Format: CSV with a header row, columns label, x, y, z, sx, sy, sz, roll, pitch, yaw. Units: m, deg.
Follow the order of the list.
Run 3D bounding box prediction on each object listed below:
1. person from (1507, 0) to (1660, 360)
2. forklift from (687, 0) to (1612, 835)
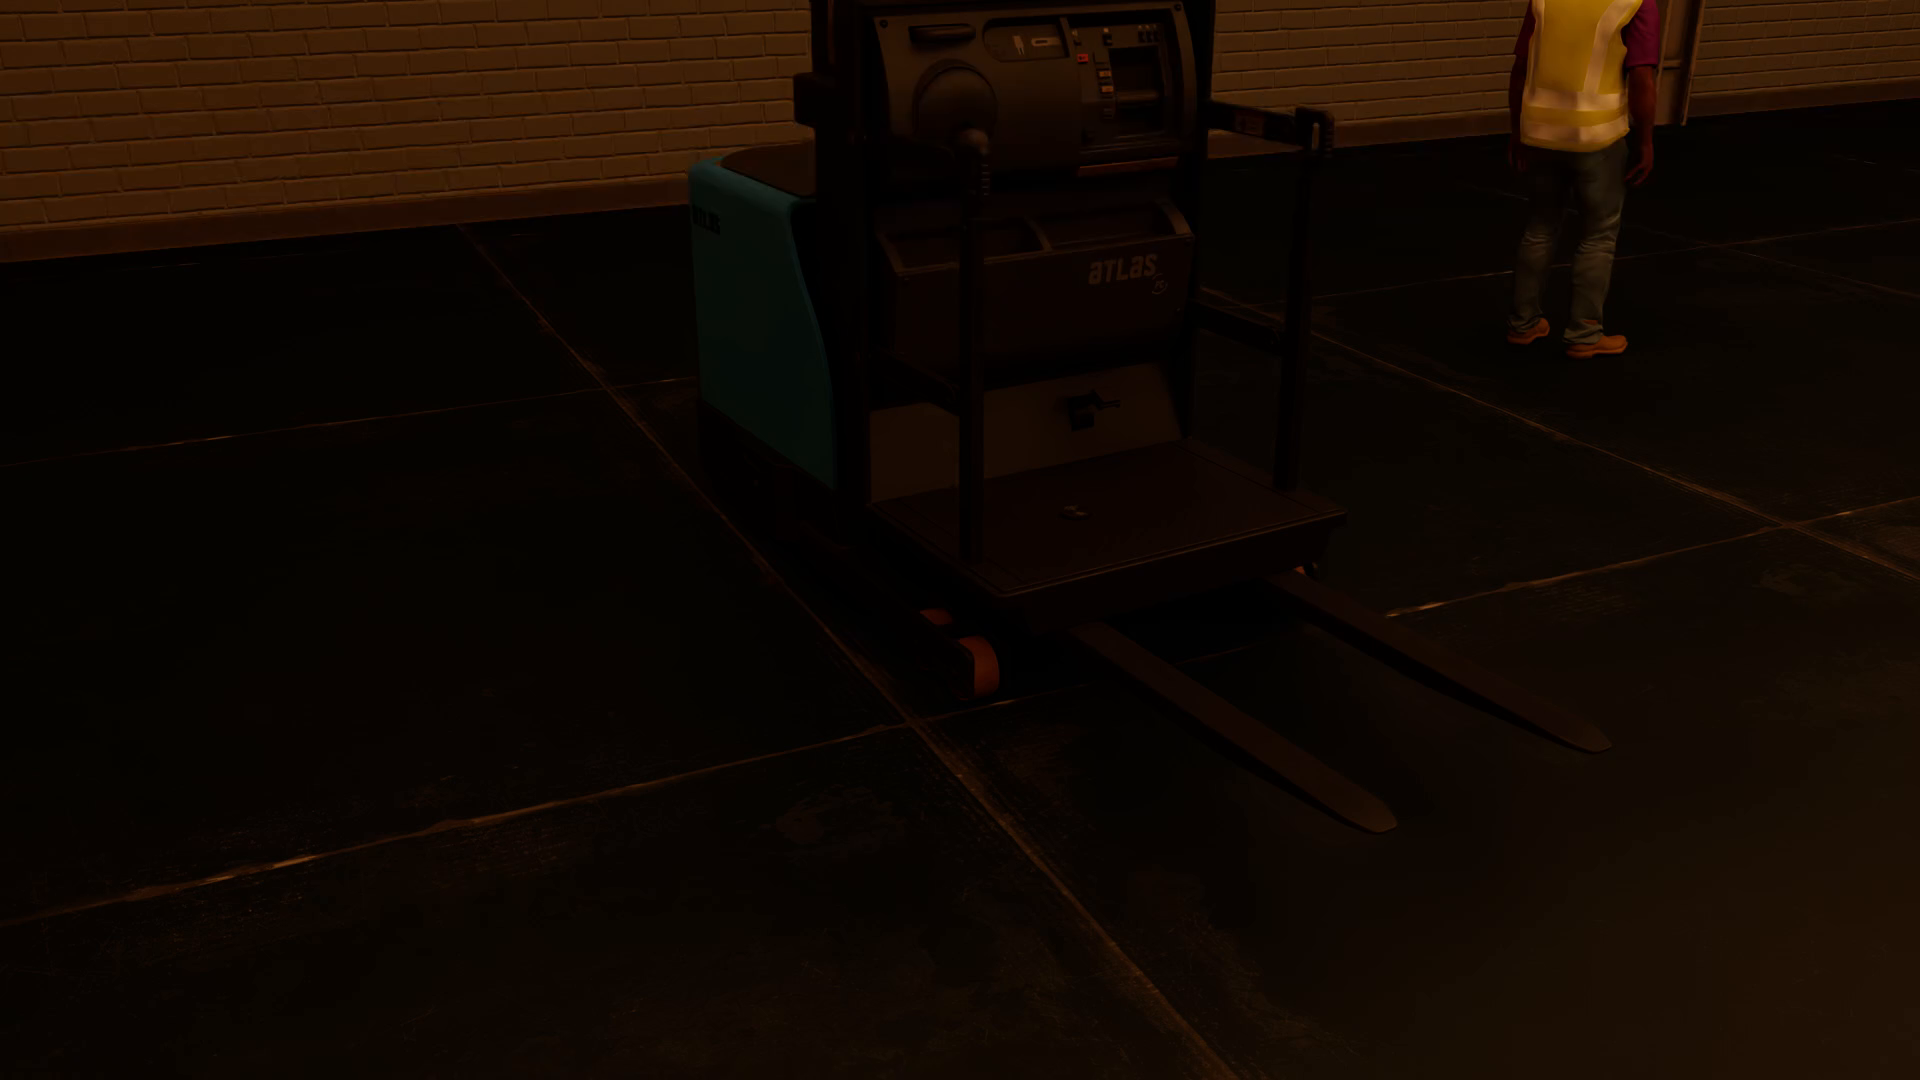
label,x,y,z,sx,sy,sz,roll,pitch,yaw
person,2.528,-1.642,6.772,0.461,1.759,0.626,-18,29,-37
forklift,0.318,-1.153,4.061,1.130,2.935,3.031,-13,26,-28
